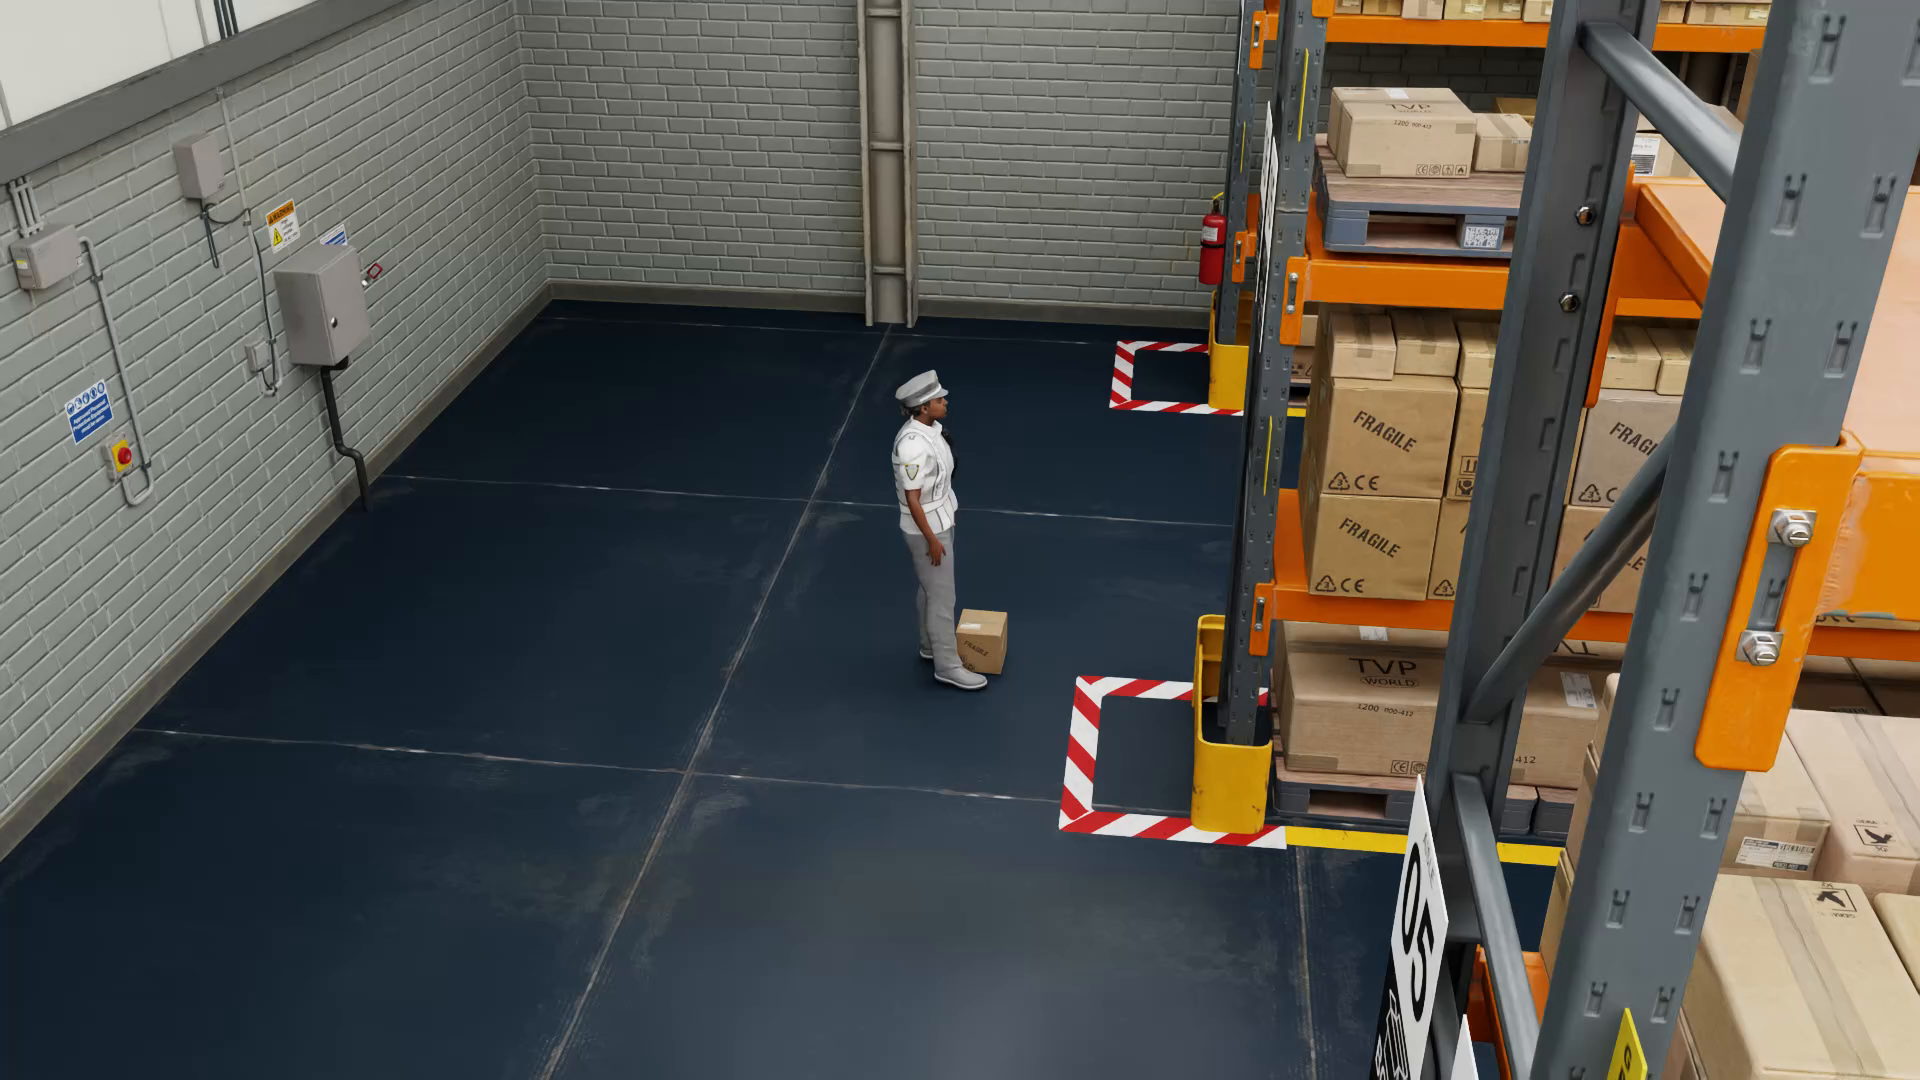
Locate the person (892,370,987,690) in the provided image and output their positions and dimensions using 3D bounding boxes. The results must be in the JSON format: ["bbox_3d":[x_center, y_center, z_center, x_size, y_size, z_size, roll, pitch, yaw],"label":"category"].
[{"bbox_3d":[-0.087,-0.077,8.814,0.528,1.696,0.569,3,29,6],"label":"person"}]
